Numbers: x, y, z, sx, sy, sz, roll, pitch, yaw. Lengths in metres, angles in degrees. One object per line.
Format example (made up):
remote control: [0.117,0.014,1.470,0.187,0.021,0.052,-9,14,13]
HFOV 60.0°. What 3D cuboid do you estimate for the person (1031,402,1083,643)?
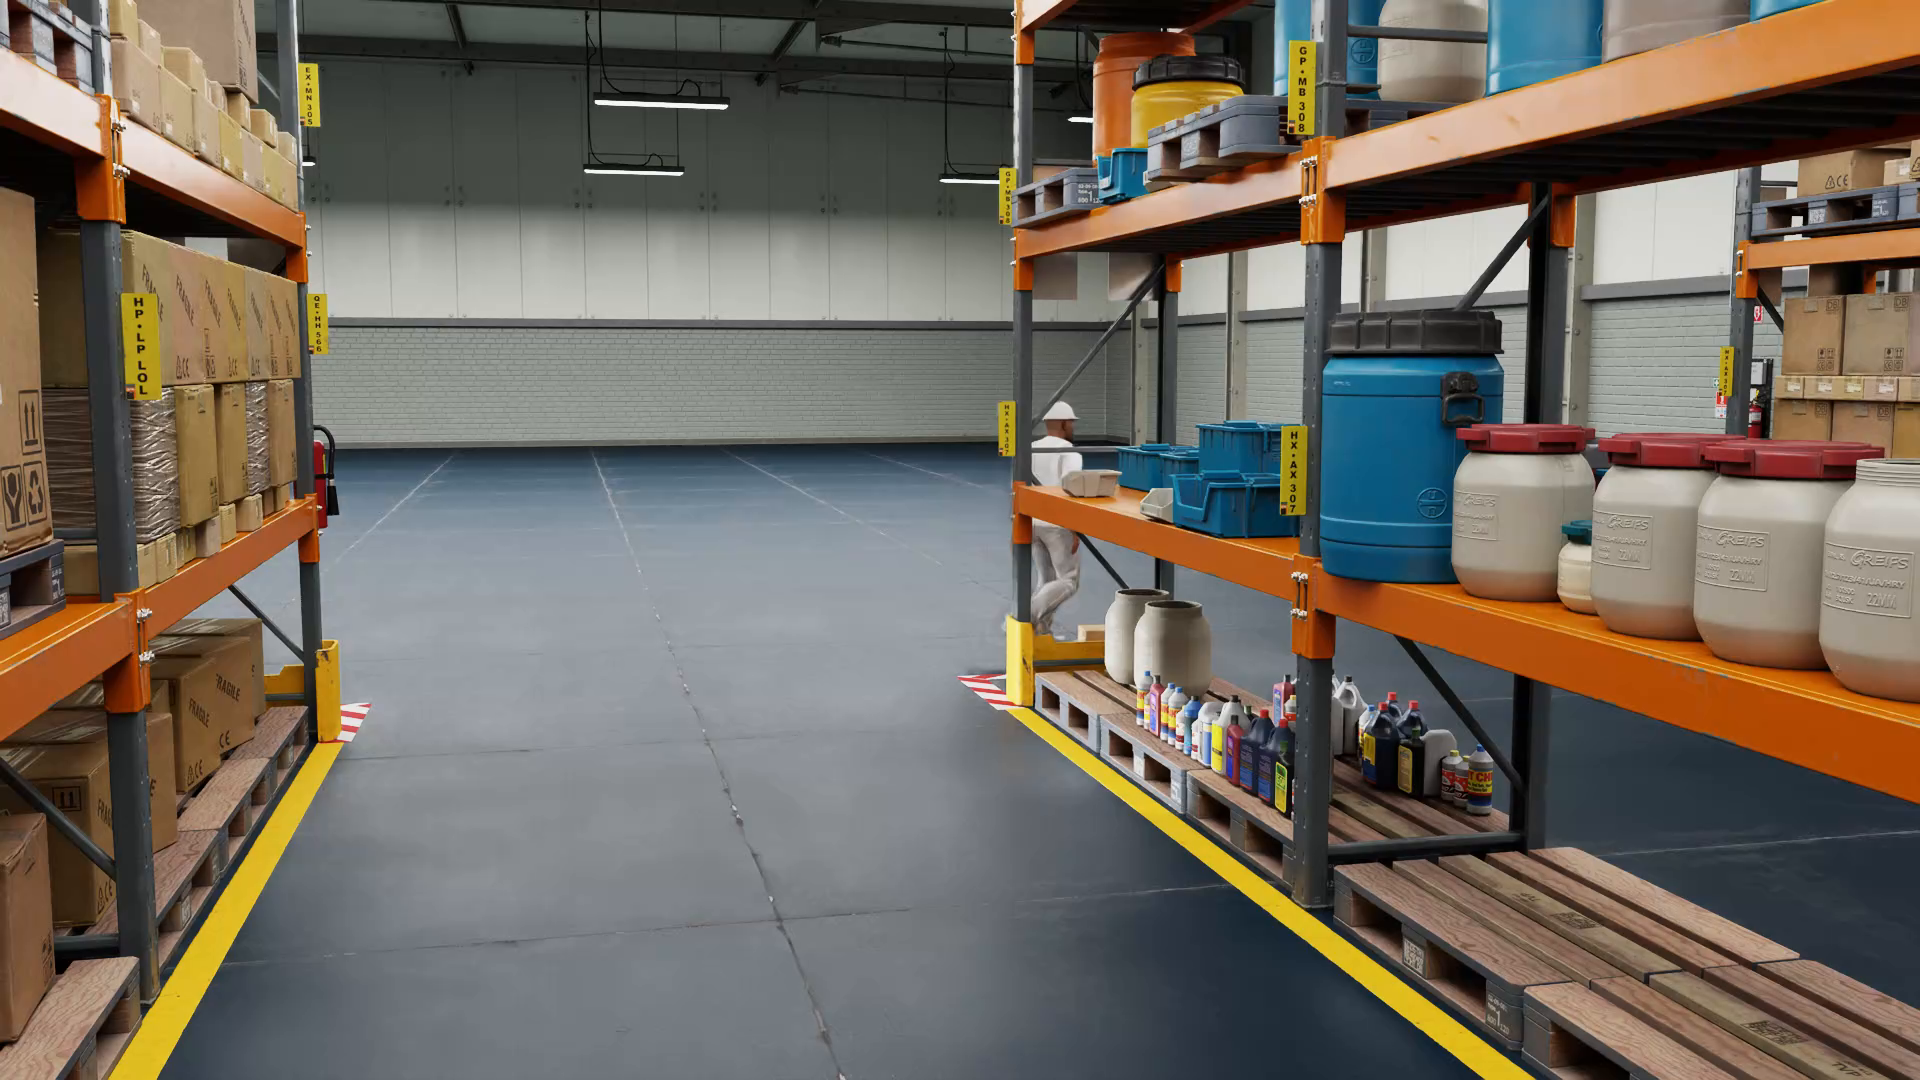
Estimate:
person: [0.573,-0.081,11.538,0.717,1.752,0.598,-5,8,-40]
